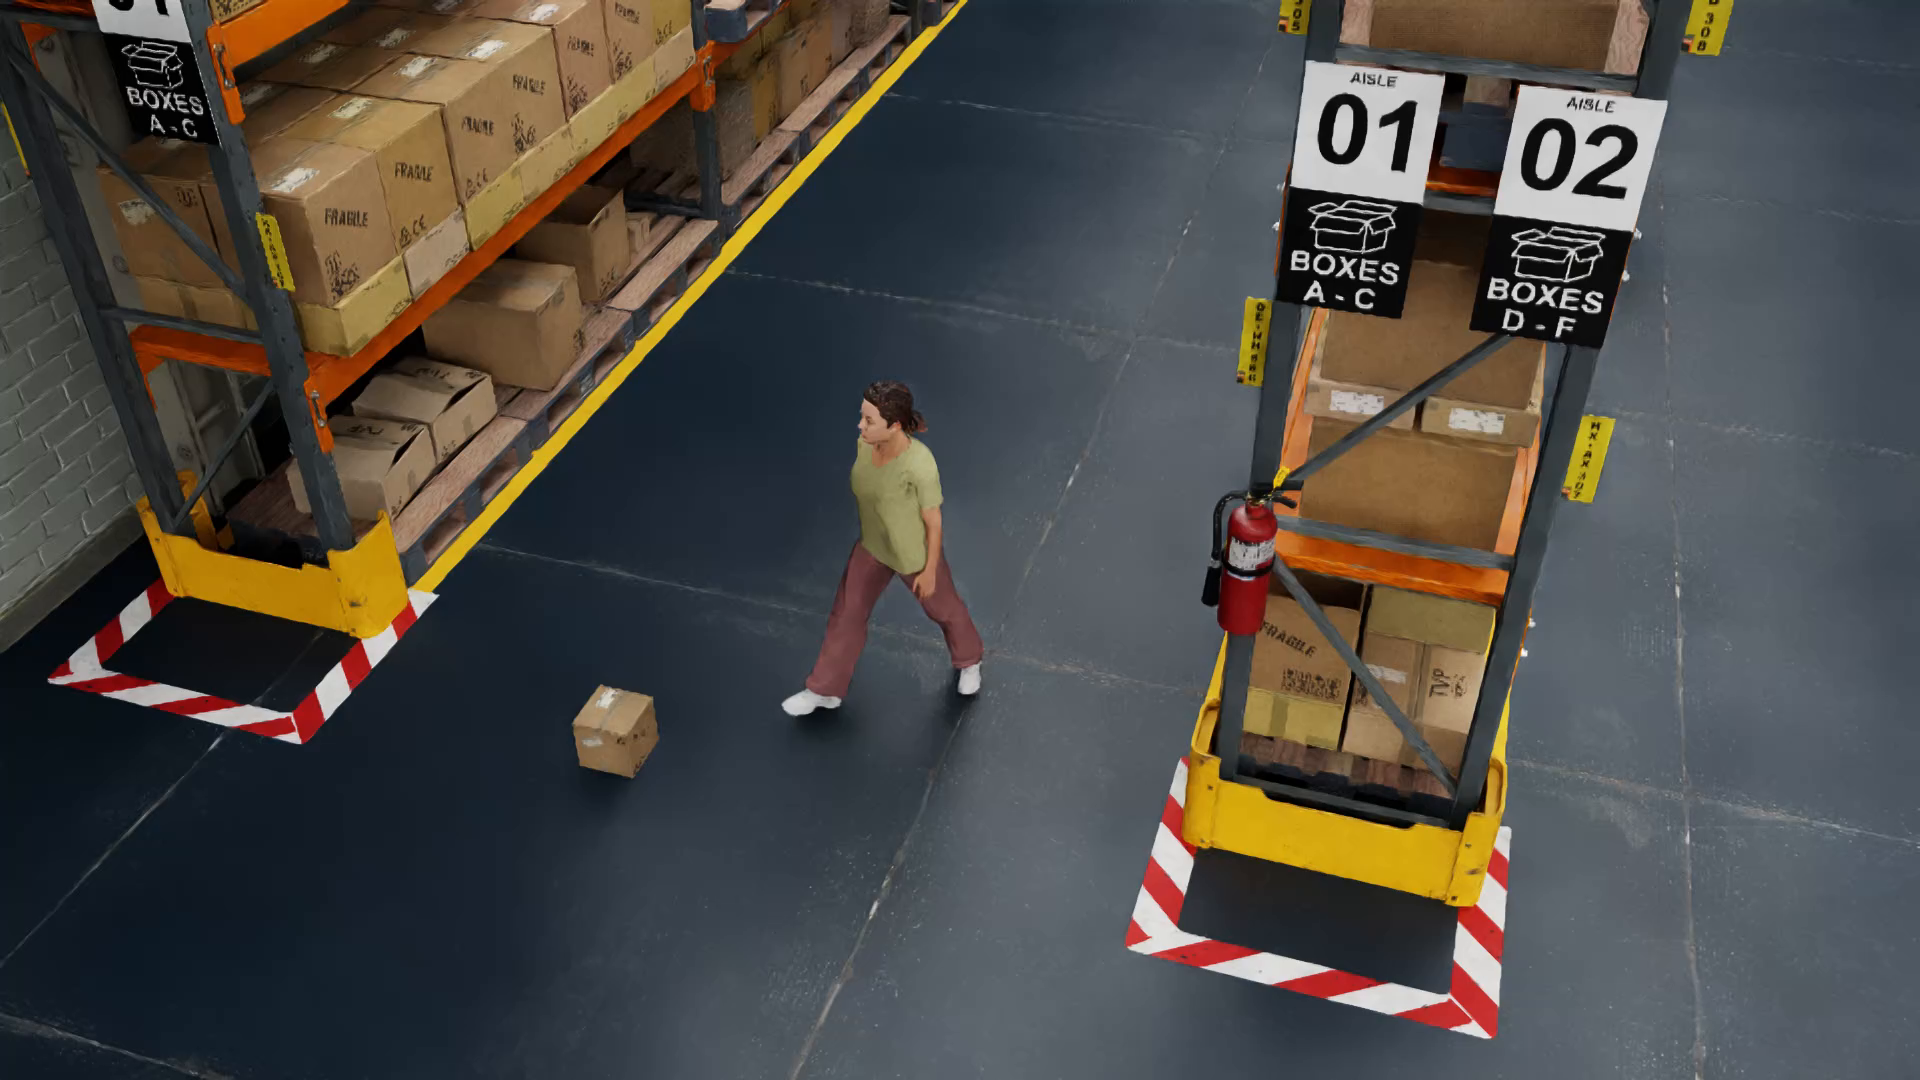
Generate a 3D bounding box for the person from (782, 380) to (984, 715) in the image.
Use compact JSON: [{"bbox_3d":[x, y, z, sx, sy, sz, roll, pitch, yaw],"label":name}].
[{"bbox_3d":[-0.287,0.045,6.836,0.541,1.628,0.900,28,45,31],"label":"person"}]
